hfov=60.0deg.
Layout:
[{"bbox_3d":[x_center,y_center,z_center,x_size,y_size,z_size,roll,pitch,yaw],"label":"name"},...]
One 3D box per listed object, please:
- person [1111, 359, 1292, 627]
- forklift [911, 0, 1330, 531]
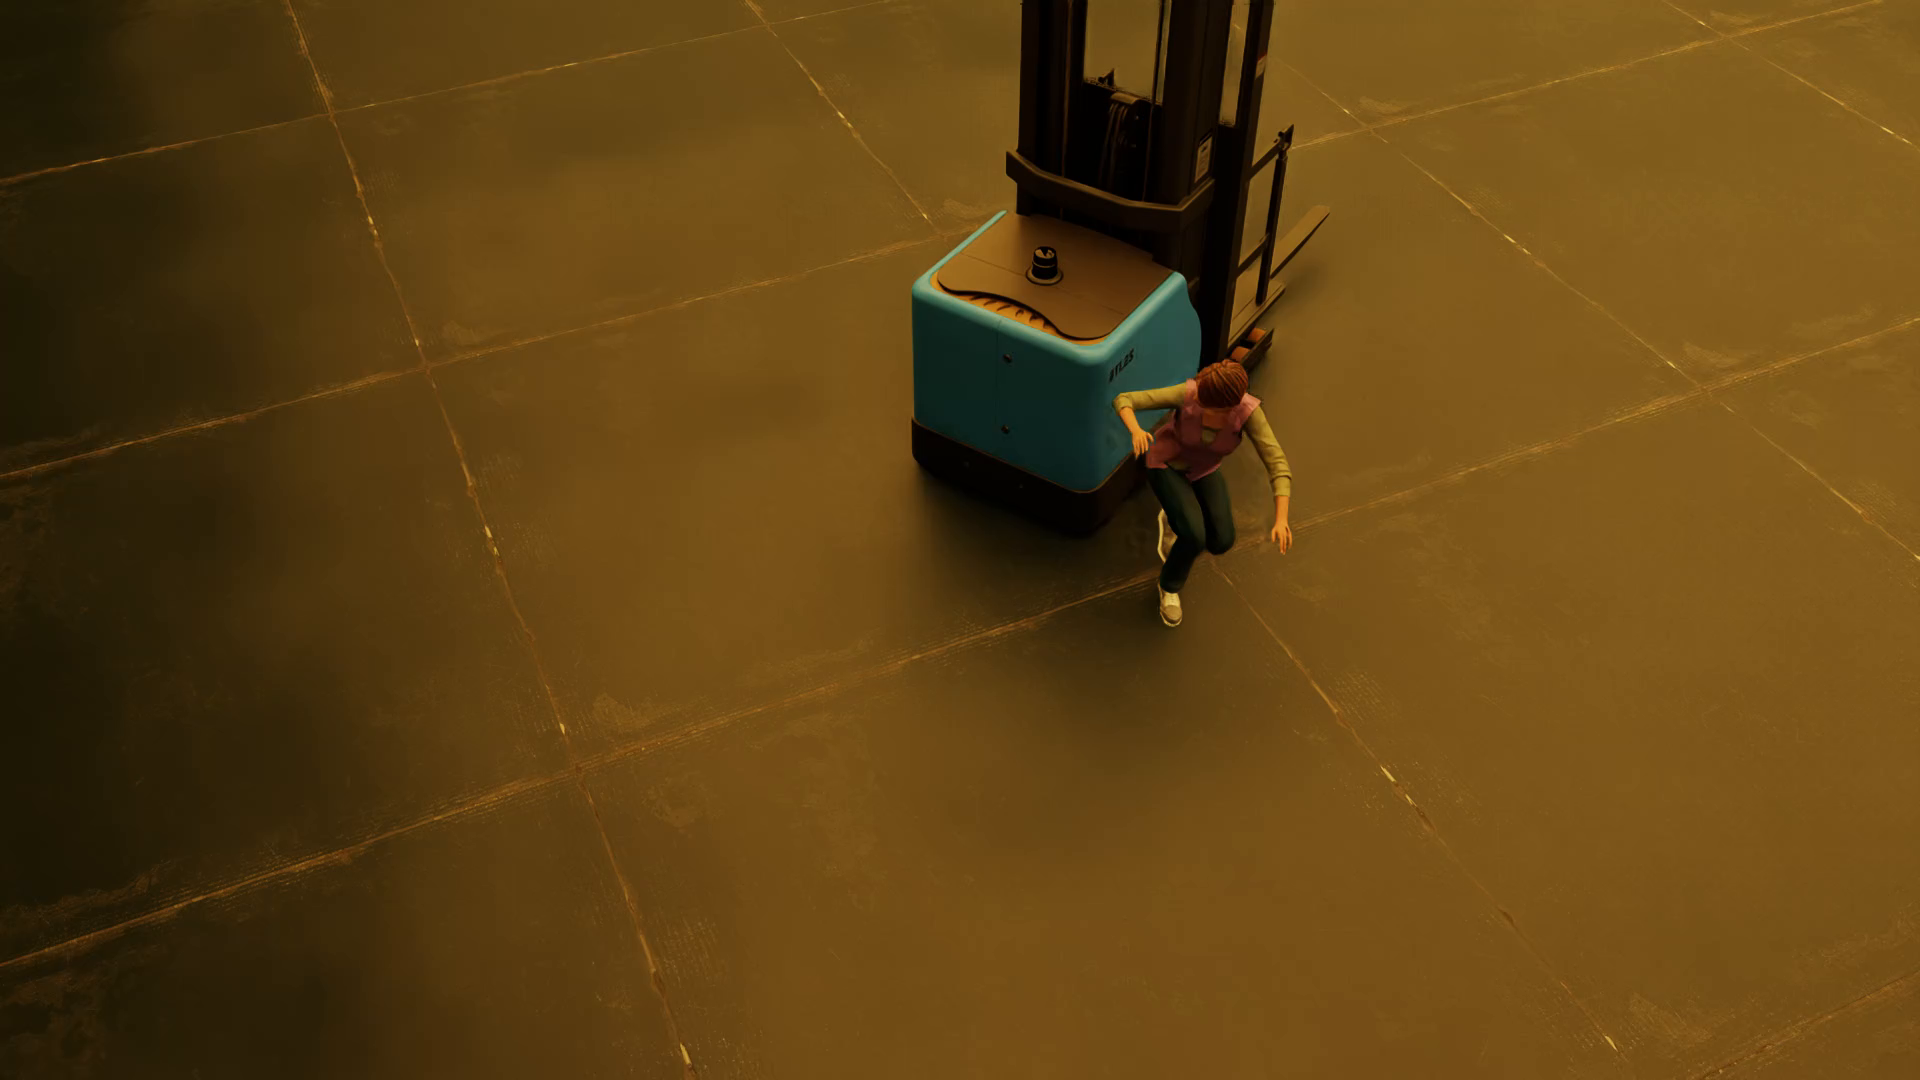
[{"bbox_3d":[1.009,-0.168,7.046,0.652,1.331,0.922,-9,44,-9],"label":"person"},{"bbox_3d":[1.004,-2.088,7.917,1.130,2.935,3.031,25,48,24],"label":"forklift"}]
